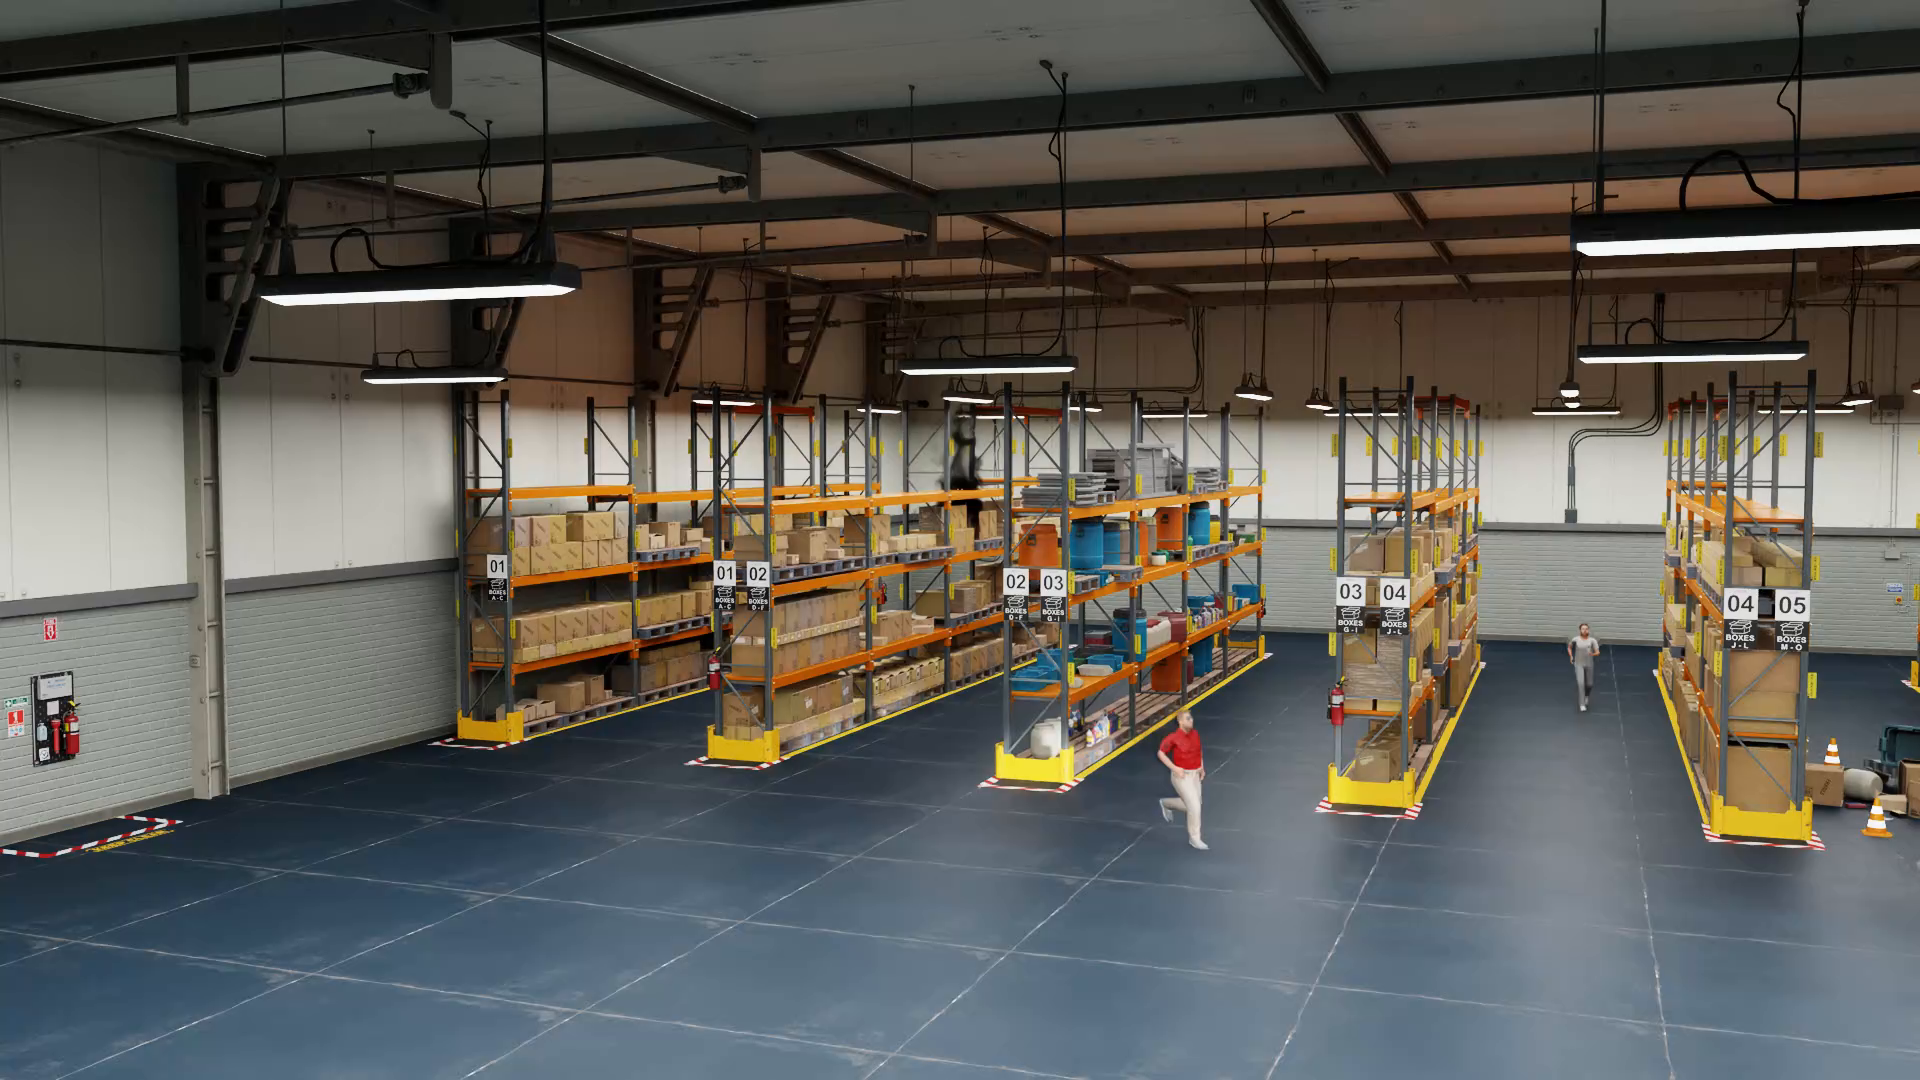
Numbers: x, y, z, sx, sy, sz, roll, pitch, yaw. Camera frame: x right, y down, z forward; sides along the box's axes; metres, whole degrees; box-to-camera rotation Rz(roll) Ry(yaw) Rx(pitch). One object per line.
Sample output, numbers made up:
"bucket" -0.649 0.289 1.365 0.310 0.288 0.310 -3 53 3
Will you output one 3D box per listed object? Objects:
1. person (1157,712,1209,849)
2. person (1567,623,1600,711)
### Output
"person" 2.839 3.022 21.095 0.660 1.707 0.860 -3 4 -43
"person" 11.941 2.412 31.850 0.575 1.645 0.914 1 3 15
